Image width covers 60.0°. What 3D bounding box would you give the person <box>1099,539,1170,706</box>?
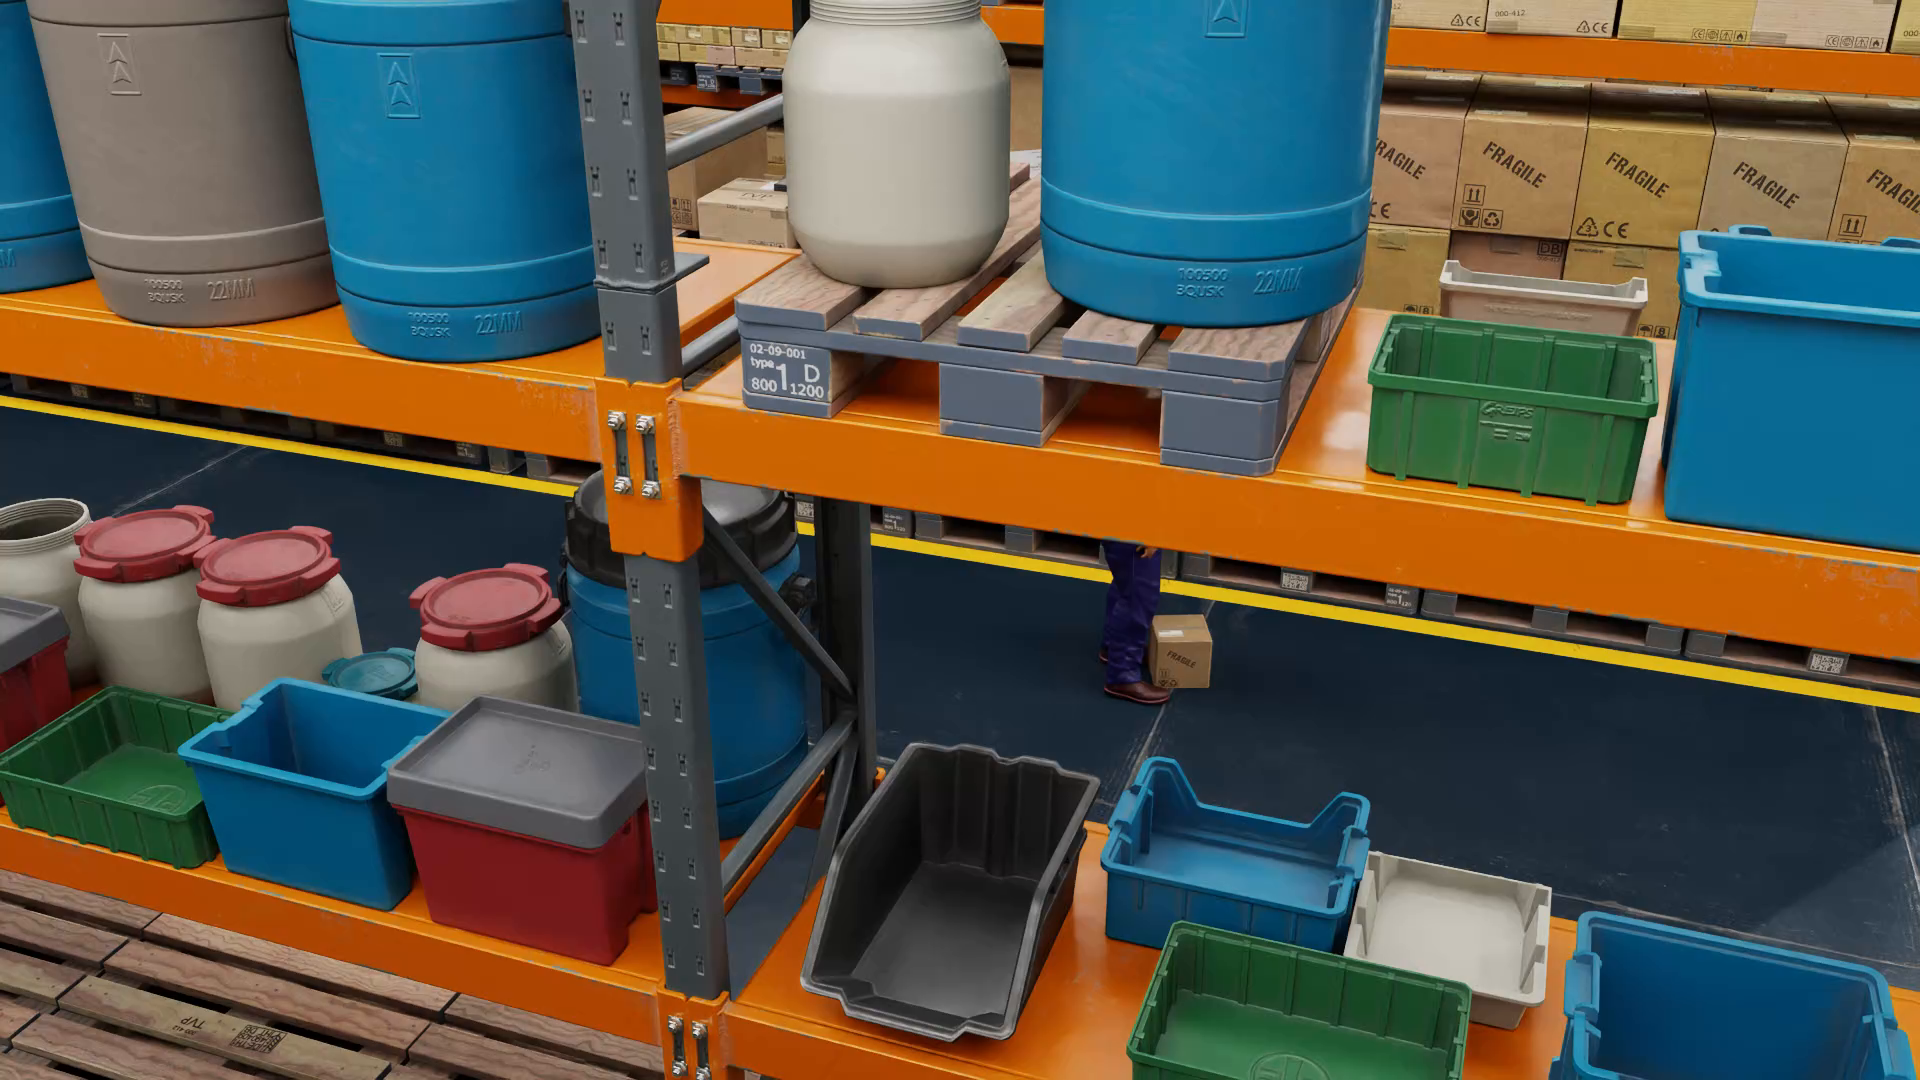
[{"bbox_3d":[0.773,-0.118,7.363,0.366,1.652,0.555,1,26,2],"label":"person"}]
